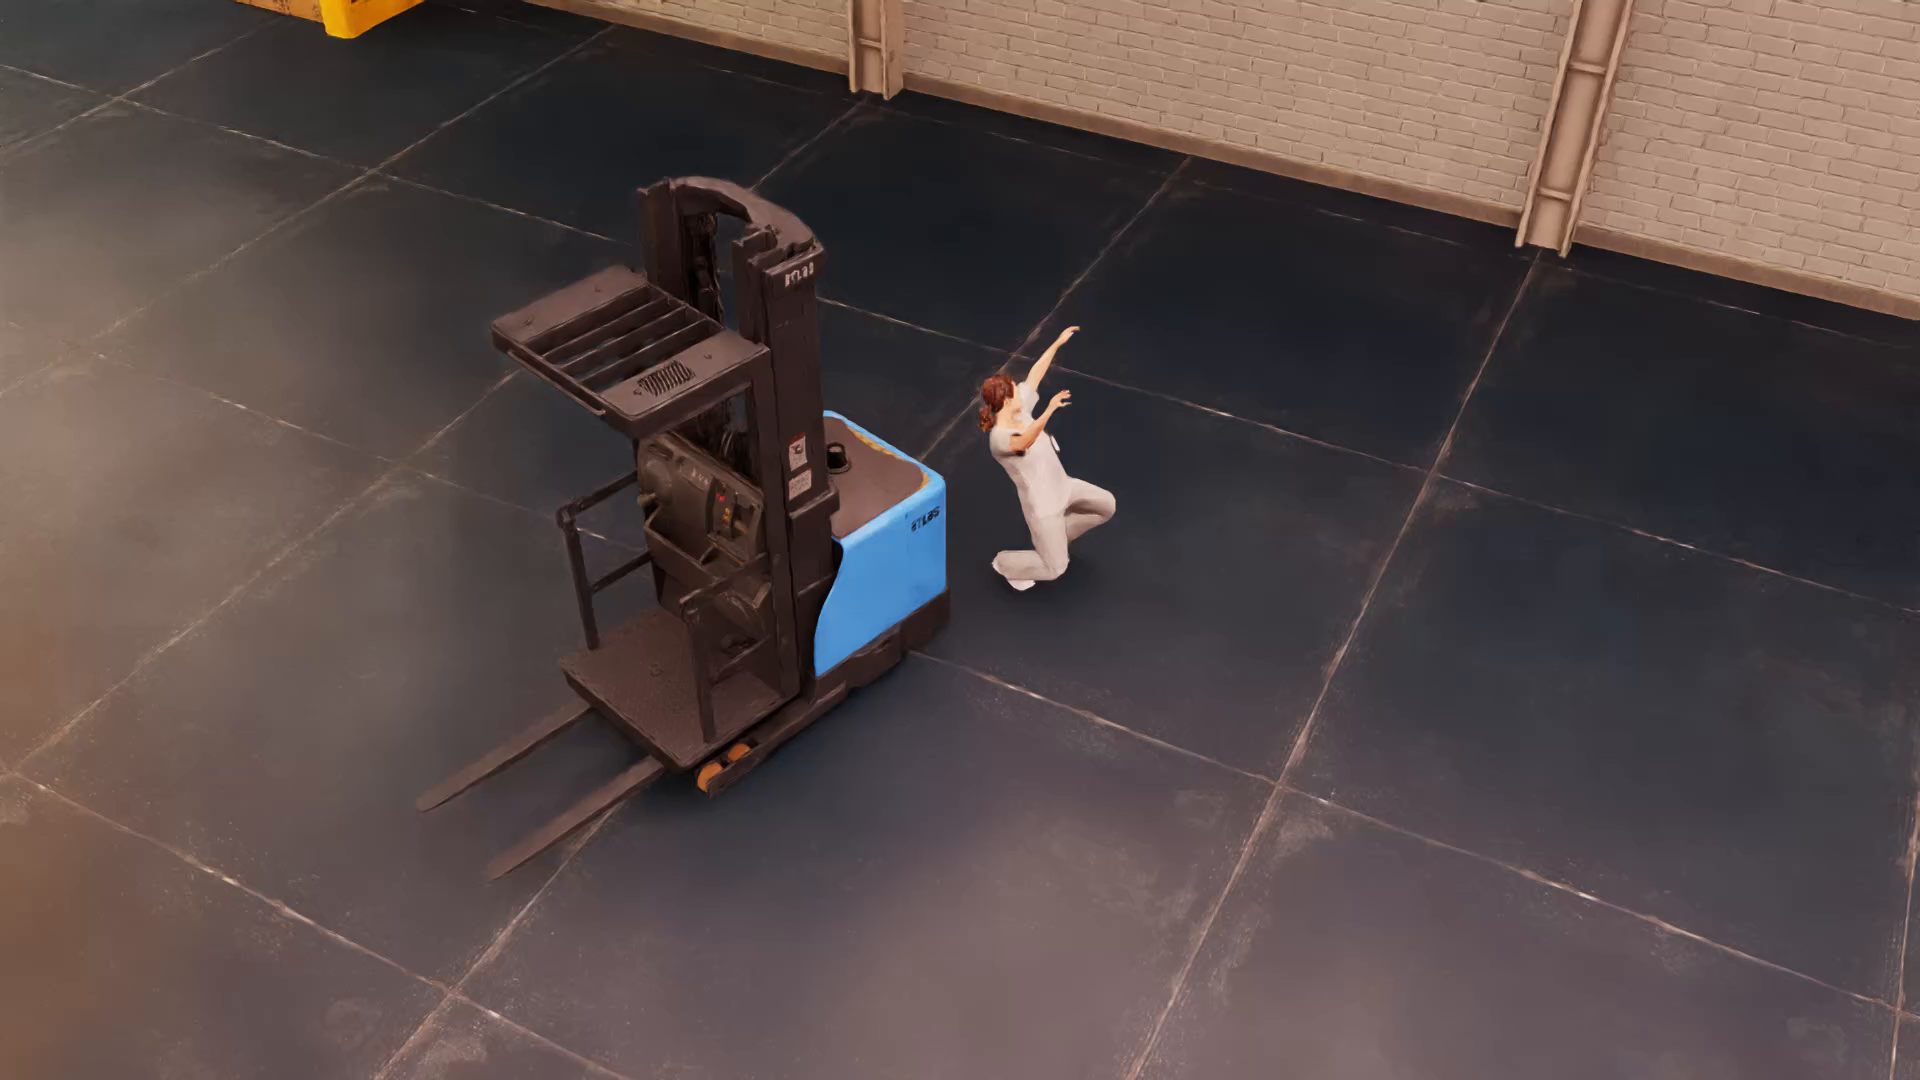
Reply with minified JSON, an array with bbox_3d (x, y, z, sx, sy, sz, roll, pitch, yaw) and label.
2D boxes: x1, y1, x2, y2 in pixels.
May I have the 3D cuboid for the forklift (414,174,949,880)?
[{"bbox_3d":[-1.448,-0.169,8.188,1.130,2.935,3.031,32,50,32],"label":"forklift"}]

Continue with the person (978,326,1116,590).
[{"bbox_3d":[0.516,-0.426,9.566,0.764,1.565,0.923,16,43,18],"label":"person"}]
